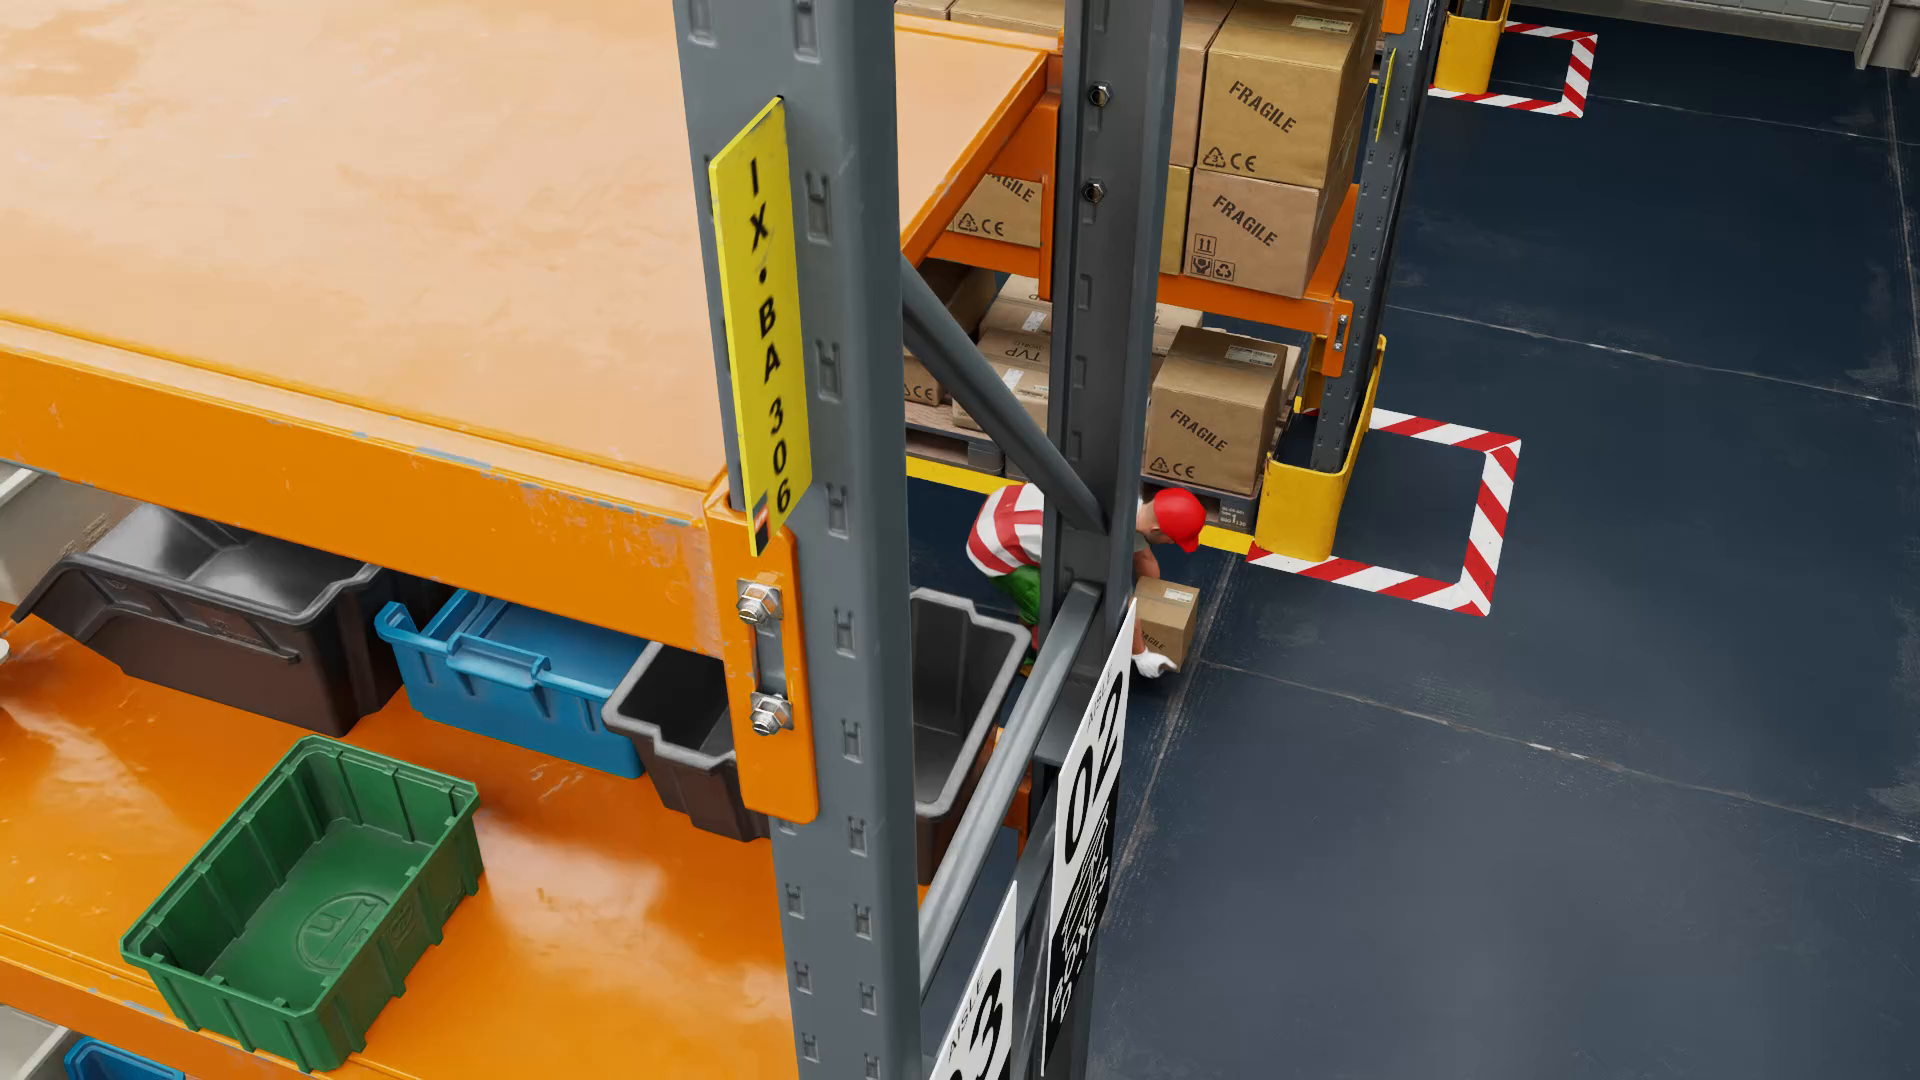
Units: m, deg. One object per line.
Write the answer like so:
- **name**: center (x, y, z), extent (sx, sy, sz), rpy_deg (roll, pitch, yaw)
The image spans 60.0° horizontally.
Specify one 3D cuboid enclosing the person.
- **person**: center (0.492, 0.134, 6.708), extent (0.923, 0.984, 0.530), rpy_deg (12, 43, 14)
